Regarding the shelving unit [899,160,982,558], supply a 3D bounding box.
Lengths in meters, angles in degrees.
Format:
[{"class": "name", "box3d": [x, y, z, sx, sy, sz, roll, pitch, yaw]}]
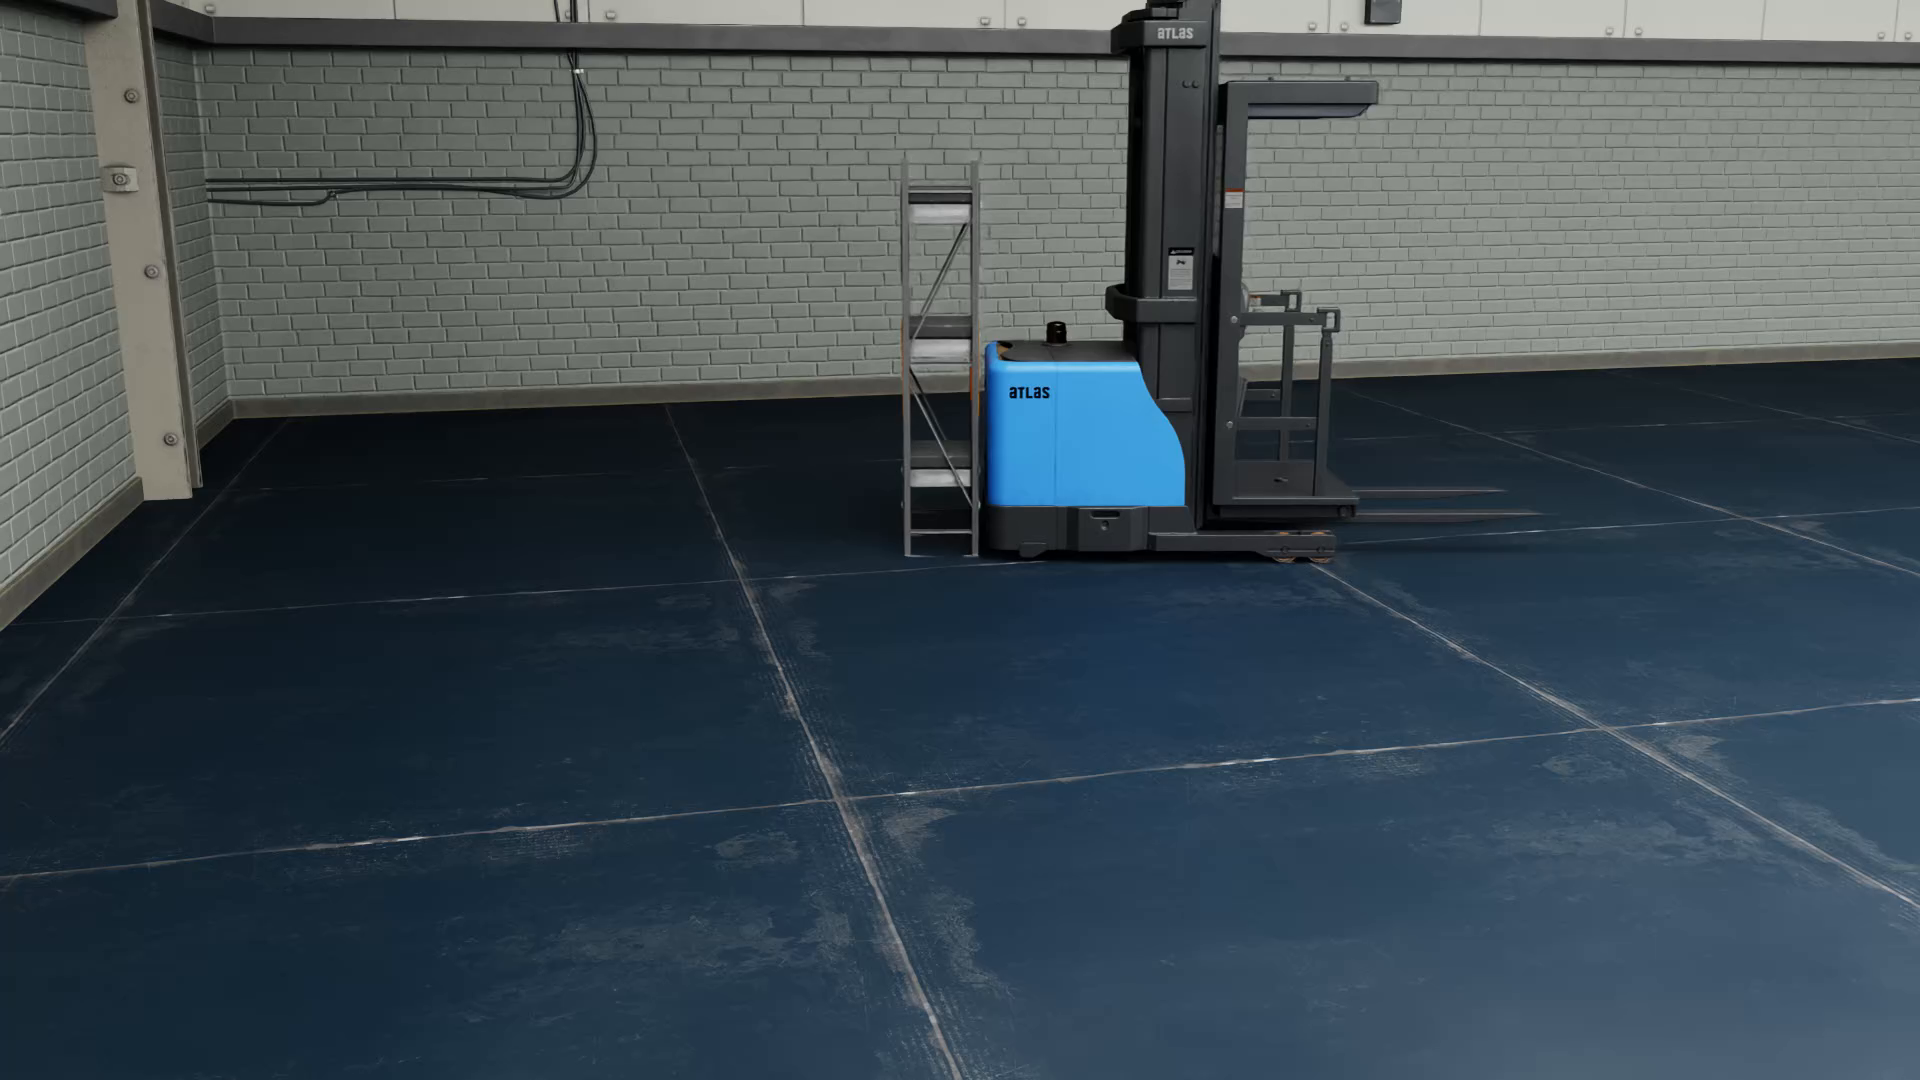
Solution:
[{"class": "shelving unit", "box3d": [-0.107, -0.984, 9.029, 0.431, 2.100, 0.503, 0, 14, -1]}]

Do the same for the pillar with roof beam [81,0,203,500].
[{"class": "pillar with roof beam", "box3d": [-0.872, -4.912, 10.573, 9.100, 9.000, 0.400, -3, 14, -13]}]

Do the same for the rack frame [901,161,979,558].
[{"class": "rack frame", "box3d": [-0.102, -0.926, 8.792, 0.400, 2.100, 0.015, 0, 14, -1]}]

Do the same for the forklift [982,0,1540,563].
[{"class": "forklift", "box3d": [1.647, -1.426, 9.086, 3.031, 2.935, 1.130, 0, 14, 0]}]

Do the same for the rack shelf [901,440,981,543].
[{"class": "rack shelf", "box3d": [-0.107, -0.290, 9.198, 0.431, 0.518, 0.480, 0, 14, -1]}]

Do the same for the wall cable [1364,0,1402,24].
[{"class": "wall cable", "box3d": [4.769, -7.603, 14.422, 2.305, 6.003, 0.169, -3, 14, -13]}]

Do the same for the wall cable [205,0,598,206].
[{"class": "wall cable", "box3d": [-4.463, -3.917, 13.043, 3.097, 2.526, 0.112, -3, 14, -13]}]

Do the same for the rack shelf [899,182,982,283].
[{"class": "rack shelf", "box3d": [-0.107, -1.650, 8.866, 0.431, 0.518, 0.480, 0, 14, -1]}]

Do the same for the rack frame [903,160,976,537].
[{"class": "rack frame", "box3d": [-0.111, -1.042, 9.266, 0.400, 2.100, 0.015, 0, 14, -1]}]

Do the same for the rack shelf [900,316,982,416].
[{"class": "rack shelf", "box3d": [-0.107, -0.970, 9.032, 0.431, 0.518, 0.480, 0, 14, -1]}]
